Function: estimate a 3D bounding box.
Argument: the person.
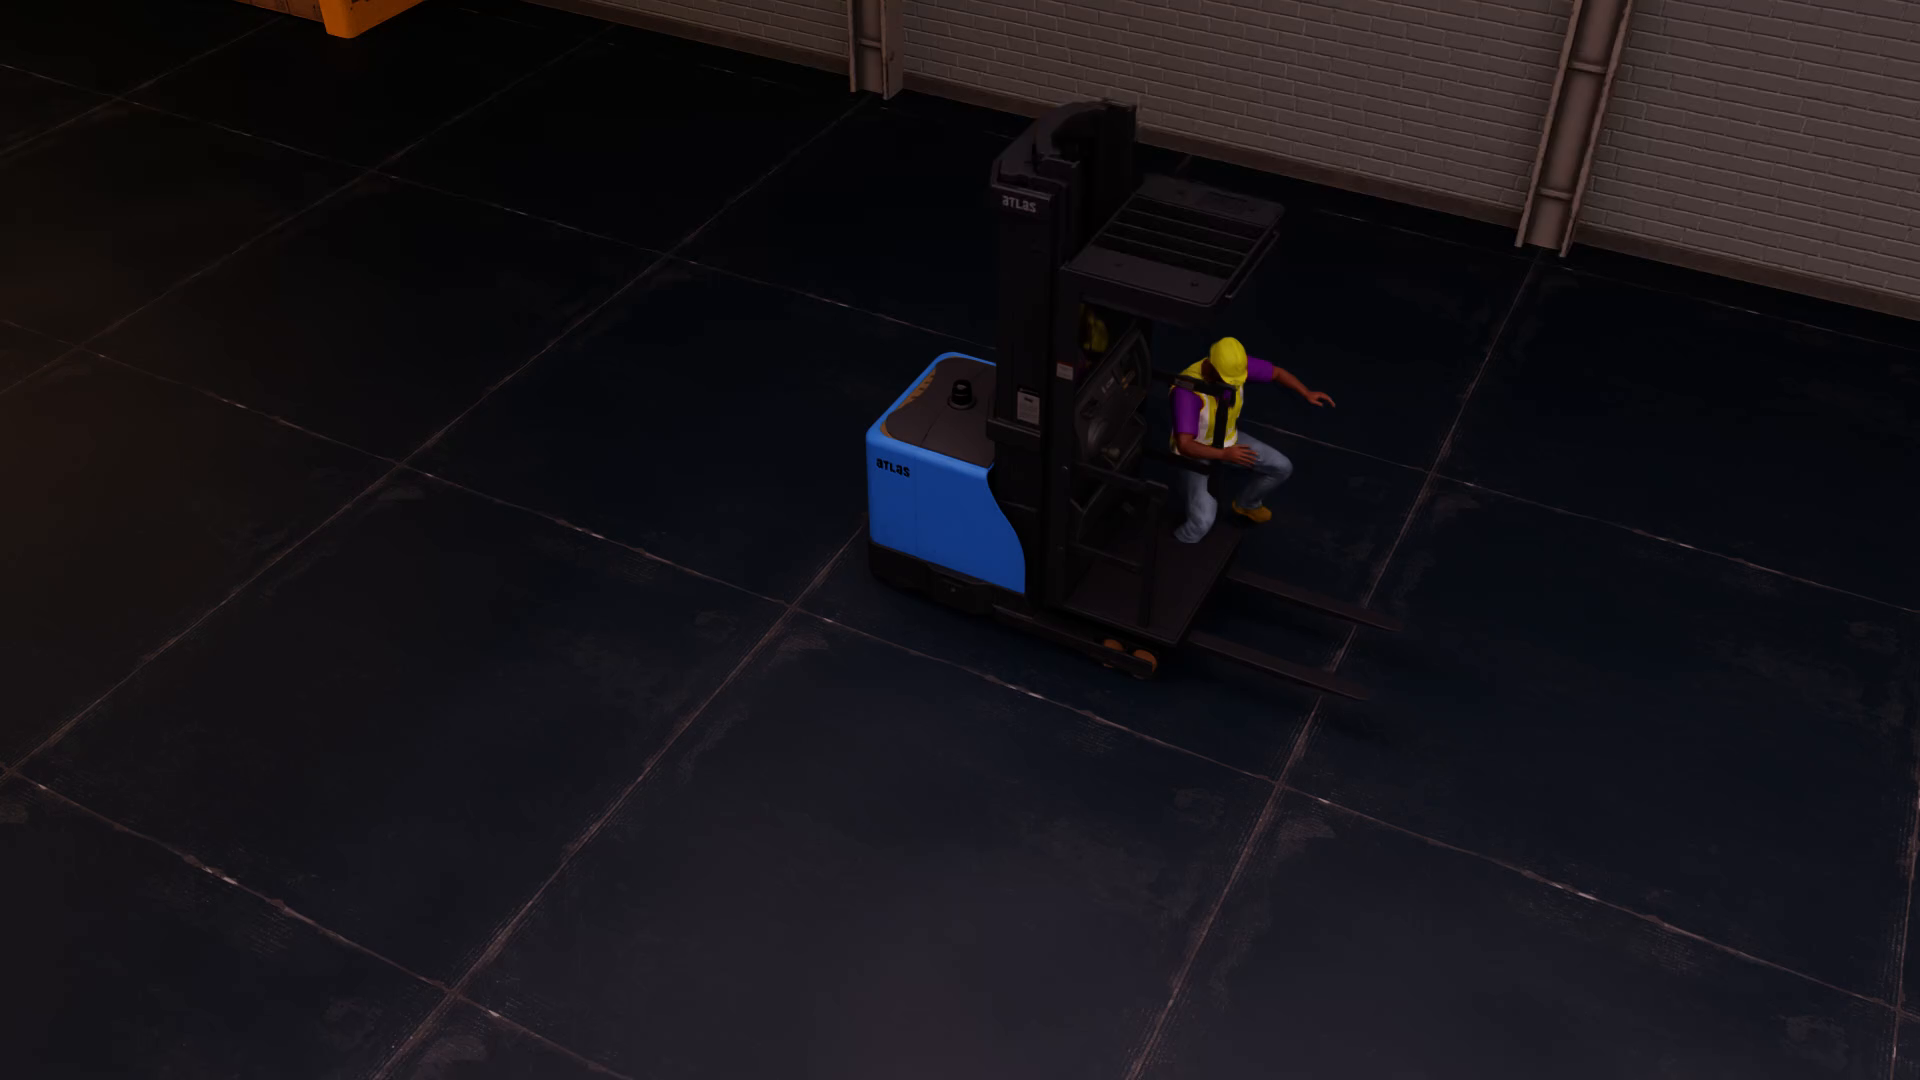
[{"bbox_3d":[1.550,-0.499,9.673,1.081,1.534,0.733,-24,46,-26],"label":"person"}]

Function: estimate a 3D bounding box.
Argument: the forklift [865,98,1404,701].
[{"bbox_3d":[1.001,-0.733,8.857,3.031,2.935,1.130,19,44,21],"label":"forklift"}]
